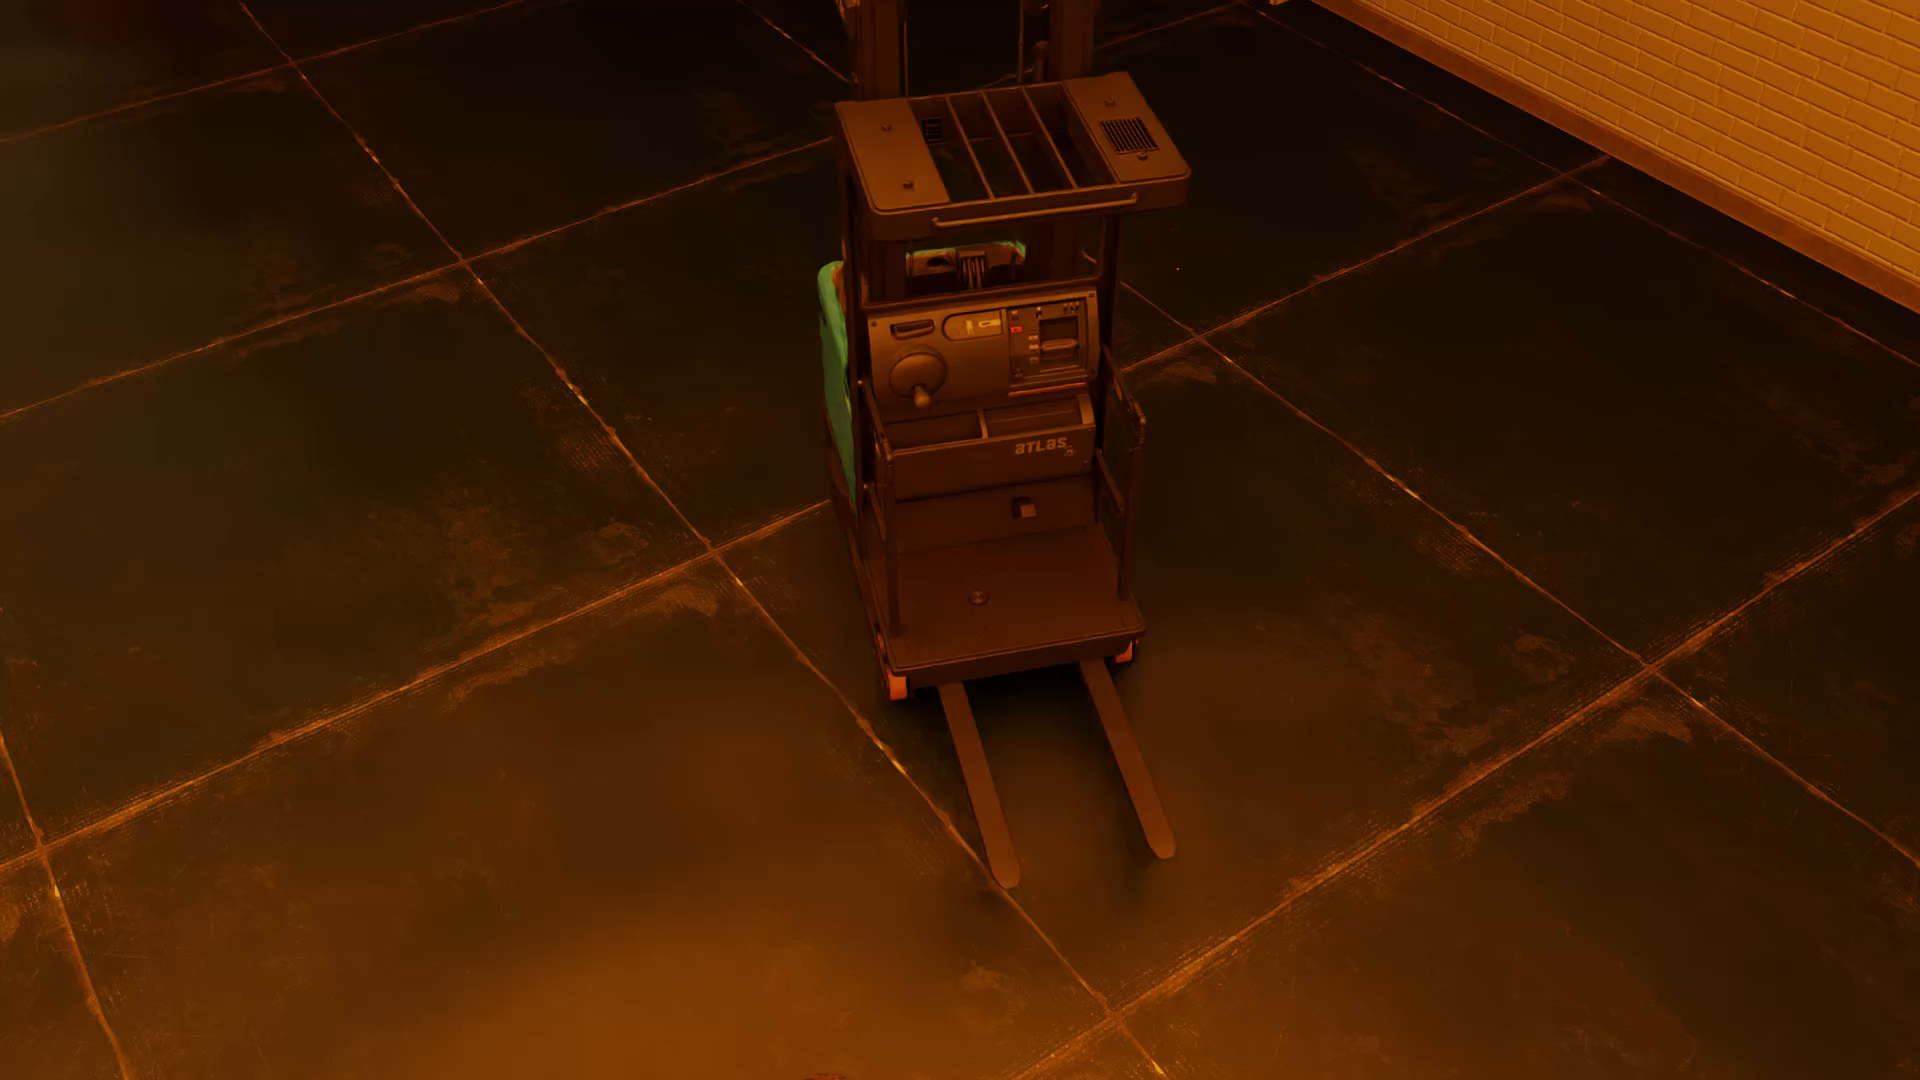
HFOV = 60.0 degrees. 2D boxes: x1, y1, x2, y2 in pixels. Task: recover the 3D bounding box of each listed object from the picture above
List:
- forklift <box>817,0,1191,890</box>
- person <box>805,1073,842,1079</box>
[{"bbox_3d":[0.149,-0.673,6.446,1.130,2.935,3.031,-9,43,-9],"label":"forklift"},{"bbox_3d":[-0.318,2.007,4.505,0.534,1.663,0.429,-22,47,-22],"label":"person"}]
